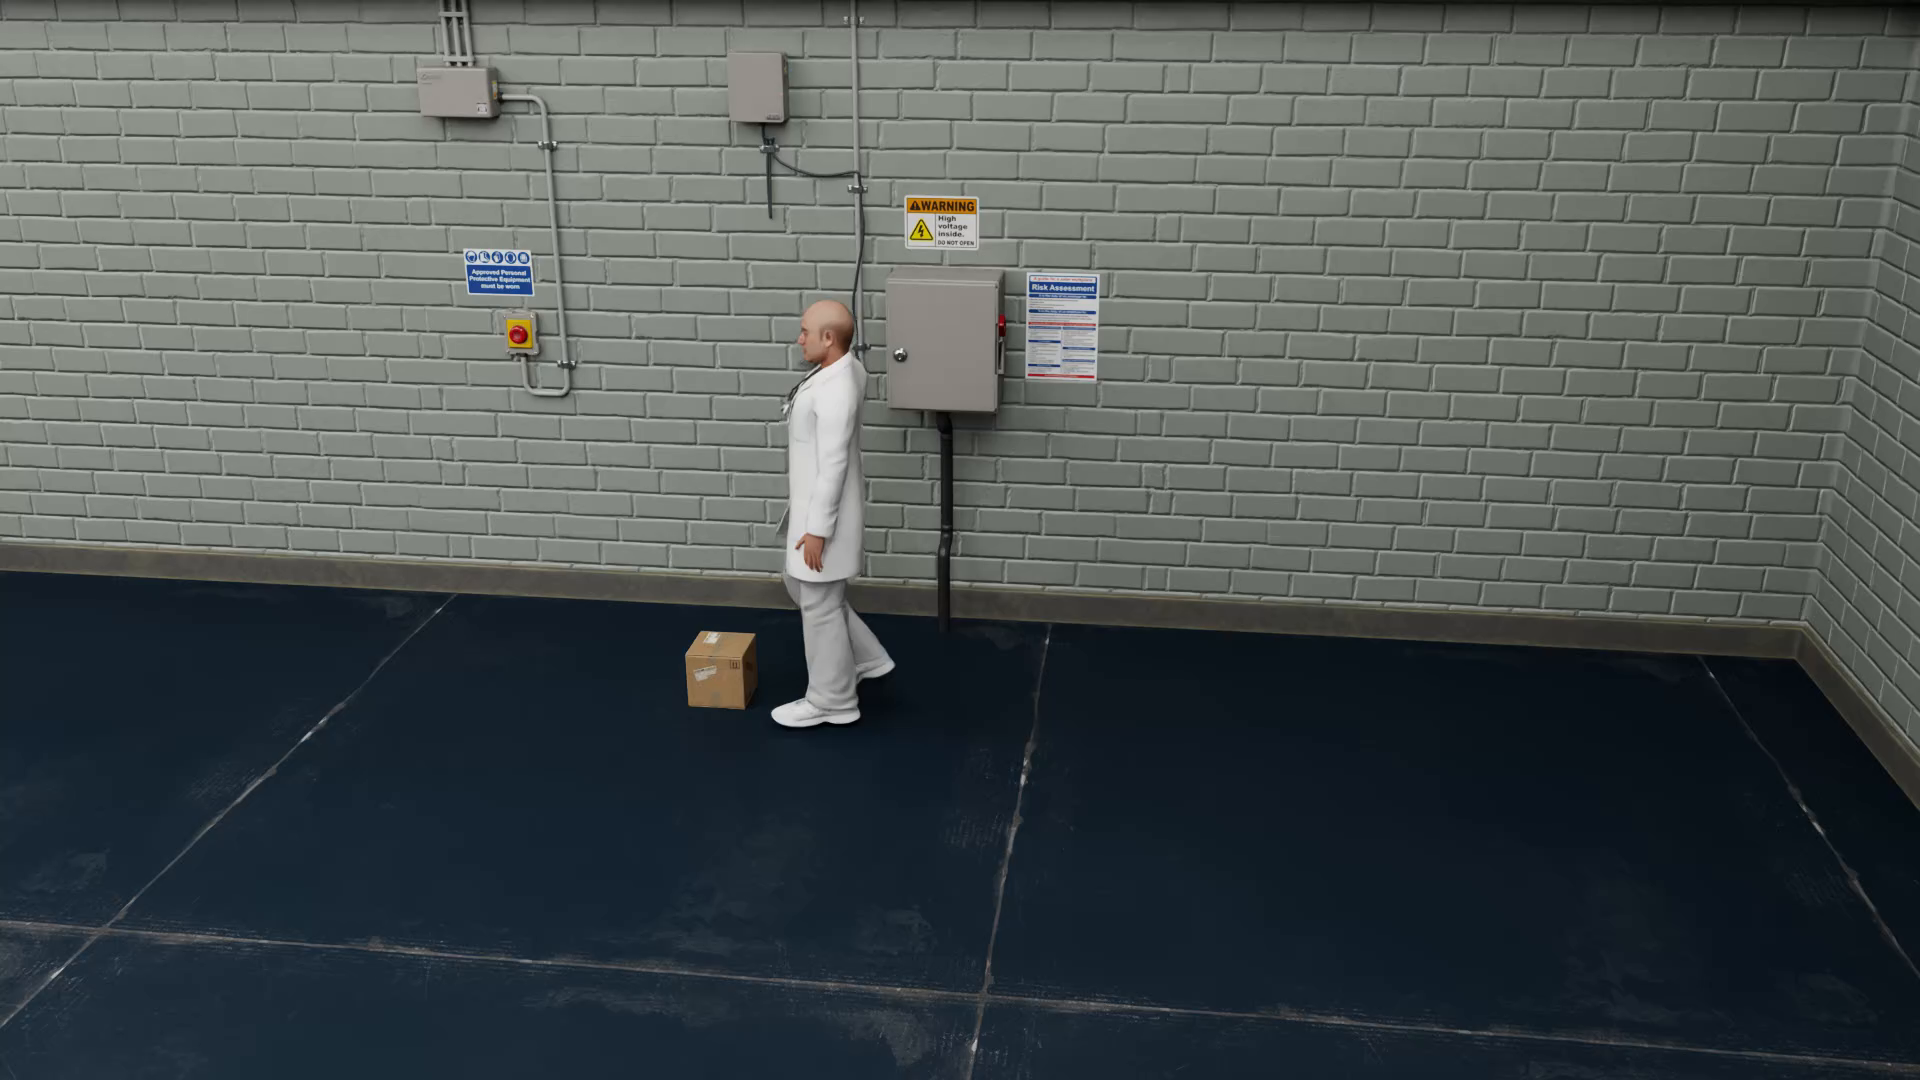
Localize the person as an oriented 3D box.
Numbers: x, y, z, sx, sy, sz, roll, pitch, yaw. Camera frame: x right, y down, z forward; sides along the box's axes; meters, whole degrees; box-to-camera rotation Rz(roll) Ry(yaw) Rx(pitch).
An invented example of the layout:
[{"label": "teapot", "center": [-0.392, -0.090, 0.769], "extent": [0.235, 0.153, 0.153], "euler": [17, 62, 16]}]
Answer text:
[{"label": "person", "center": [-0.537, -0.104, 6.828], "extent": [0.518, 1.786, 0.606], "euler": [1, 21, 2]}]
